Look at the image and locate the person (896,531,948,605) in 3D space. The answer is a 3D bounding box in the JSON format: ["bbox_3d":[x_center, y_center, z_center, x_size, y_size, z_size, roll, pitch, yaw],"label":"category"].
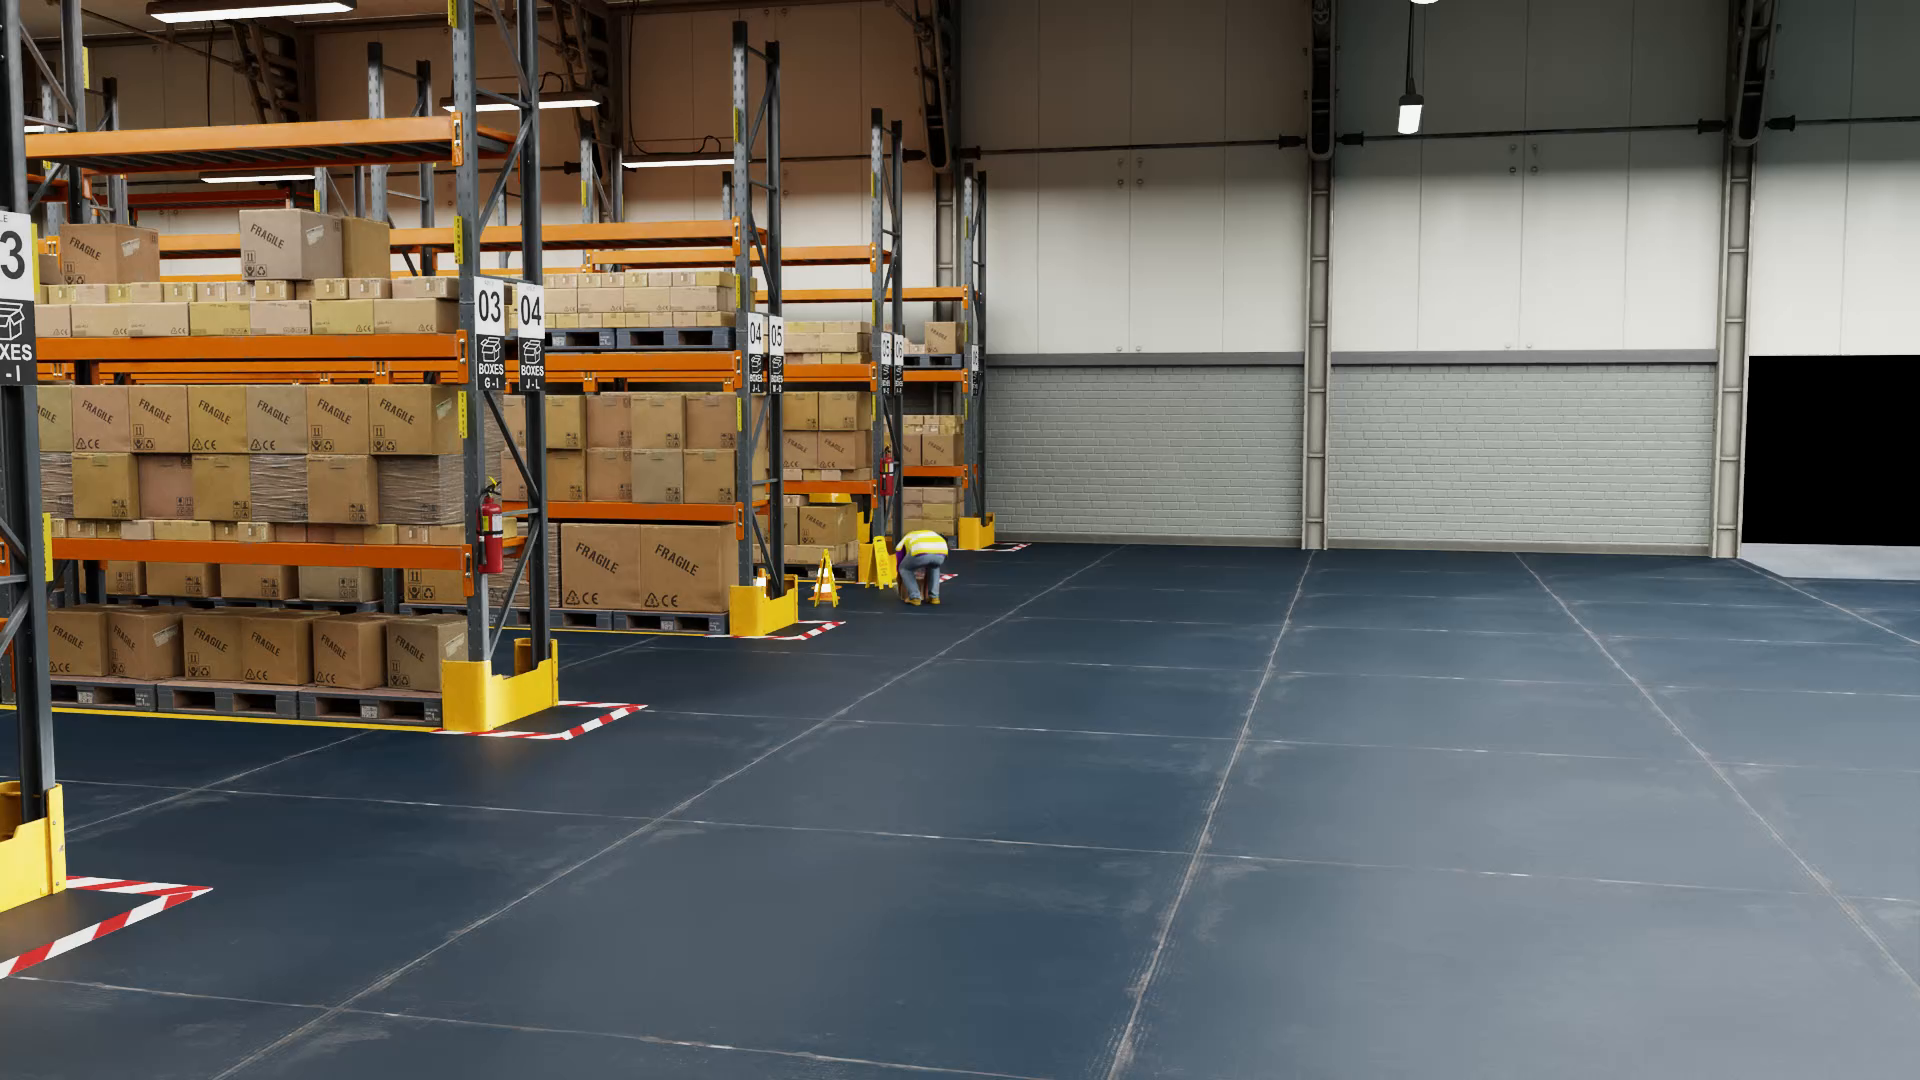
[{"bbox_3d":[-0.464,0.317,19.312,0.511,0.850,0.981,-2,5,-18],"label":"person"}]
